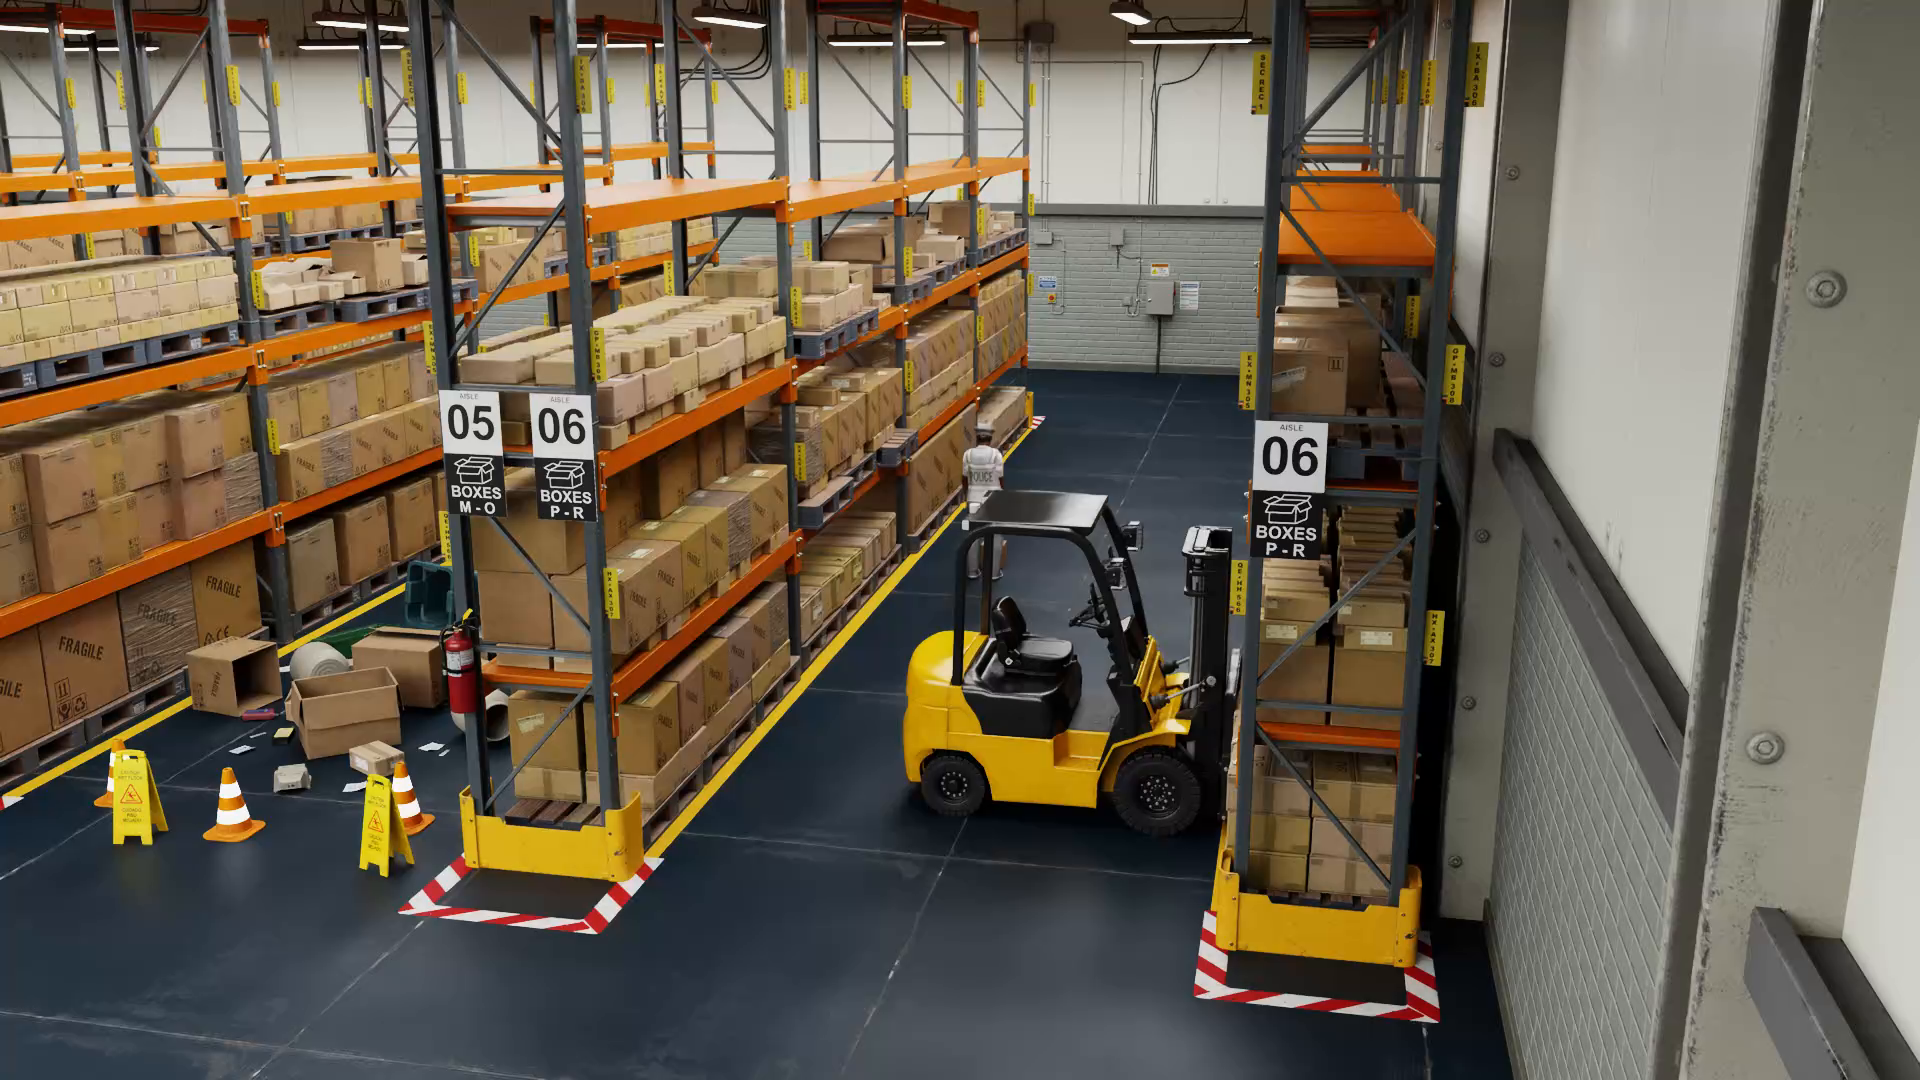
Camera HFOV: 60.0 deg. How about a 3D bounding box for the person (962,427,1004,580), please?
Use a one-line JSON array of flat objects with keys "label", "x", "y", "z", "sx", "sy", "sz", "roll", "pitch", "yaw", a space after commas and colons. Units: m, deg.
[{"label": "person", "x": 0.242, "y": -0.387, "z": 17.584, "sx": 0.457, "sy": 1.624, "sz": 0.442, "roll": 3, "pitch": 15, "yaw": 13}]
